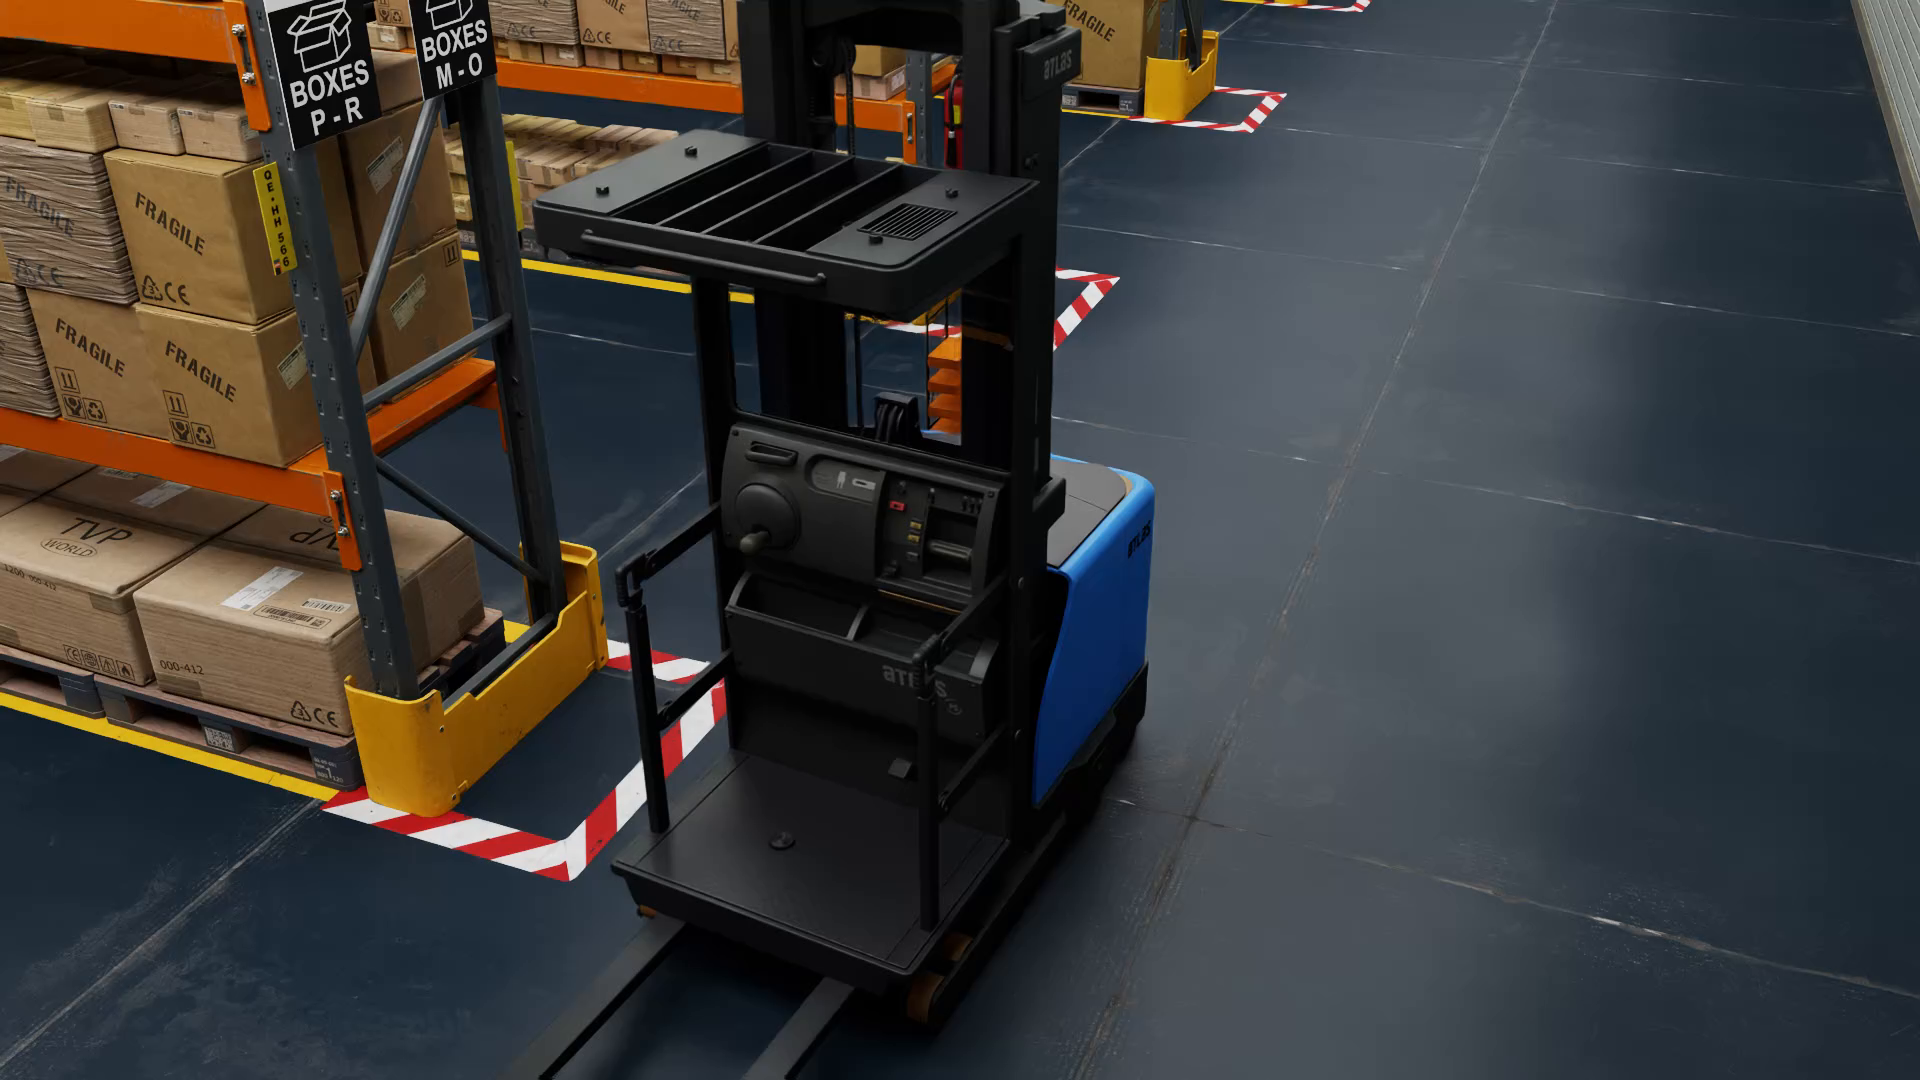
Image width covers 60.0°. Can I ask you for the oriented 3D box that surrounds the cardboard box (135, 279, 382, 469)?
[{"bbox_3d":[-2.378,-0.611,5.681,0.500,0.500,0.500,11,31,19],"label":"cardboard box"}]

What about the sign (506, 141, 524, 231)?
[{"bbox_3d":[-1.617,-1.262,5.975,0.005,0.325,0.100,11,31,19],"label":"sign"}]

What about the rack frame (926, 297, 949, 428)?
[{"bbox_3d":[-0.098,-0.542,7.489,0.006,1.200,0.240,11,31,19],"label":"rack frame"}]

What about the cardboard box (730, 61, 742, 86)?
[{"bbox_3d":[-1.172,-2.836,9.974,0.250,0.149,0.380,12,32,20],"label":"cardboard box"}]

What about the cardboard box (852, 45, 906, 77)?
[{"bbox_3d":[-0.577,-3.013,9.629,0.500,0.500,0.500,12,32,20],"label":"cardboard box"}]

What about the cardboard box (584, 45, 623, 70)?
[{"bbox_3d":[-2.127,-3.054,10.360,0.250,0.149,0.380,13,32,21],"label":"cardboard box"}]

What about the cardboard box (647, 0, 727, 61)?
[{"bbox_3d":[-1.526,-3.201,9.960,0.500,0.500,0.500,11,31,19],"label":"cardboard box"}]

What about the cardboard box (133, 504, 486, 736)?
[{"bbox_3d":[-2.481,0.257,6.424,0.875,0.438,0.875,10,31,17],"label":"cardboard box"}]

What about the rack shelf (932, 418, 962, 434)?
[{"bbox_3d":[-0.013,-0.486,7.481,0.180,0.103,0.258,11,31,19],"label":"rack shelf"}]

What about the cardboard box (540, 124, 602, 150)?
[{"bbox_3d":[-2.647,-2.713,11.367,0.250,0.149,0.380,12,32,21],"label":"cardboard box"}]

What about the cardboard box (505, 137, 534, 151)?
[{"bbox_3d":[-3.044,-2.555,11.088,0.250,0.149,0.380,11,31,18],"label":"cardboard box"}]

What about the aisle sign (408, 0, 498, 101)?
[{"bbox_3d":[-1.656,-1.850,5.332,0.004,0.787,0.394,11,31,19],"label":"aisle sign"}]

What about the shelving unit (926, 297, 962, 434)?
[{"bbox_3d":[-0.013,-0.525,7.459,0.189,1.200,0.258,11,31,19],"label":"shelving unit"}]

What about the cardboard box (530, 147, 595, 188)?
[{"bbox_3d":[-2.588,-2.433,10.871,0.250,0.149,0.380,12,32,20],"label":"cardboard box"}]

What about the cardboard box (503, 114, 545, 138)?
[{"bbox_3d":[-3.091,-2.839,11.590,0.250,0.149,0.380,12,32,20],"label":"cardboard box"}]

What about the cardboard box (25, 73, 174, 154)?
[{"bbox_3d":[-2.755,-1.381,5.367,0.250,0.149,0.380,11,31,19],"label":"cardboard box"}]

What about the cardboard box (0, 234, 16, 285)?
[{"bbox_3d":[-3.320,-1.235,5.768,0.500,0.500,0.500,11,31,19],"label":"cardboard box"}]

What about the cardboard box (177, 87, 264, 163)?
[{"bbox_3d":[-2.240,-1.335,5.287,0.250,0.149,0.380,12,32,20],"label":"cardboard box"}]

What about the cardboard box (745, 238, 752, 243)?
[{"bbox_3d":[-1.353,-1.948,10.618,0.250,0.149,0.380,12,31,20],"label":"cardboard box"}]

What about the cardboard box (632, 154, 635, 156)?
[{"bbox_3d":[-2.091,-2.356,10.737,0.250,0.149,0.380,11,31,19],"label":"cardboard box"}]

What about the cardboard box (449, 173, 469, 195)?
[{"bbox_3d":[-3.287,-2.467,11.235,0.250,0.149,0.380,12,31,19],"label":"cardboard box"}]

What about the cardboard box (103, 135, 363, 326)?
[{"bbox_3d":[-2.368,-1.058,5.456,0.500,0.500,0.500,12,32,21],"label":"cardboard box"}]

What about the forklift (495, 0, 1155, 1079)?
[{"bbox_3d":[-0.409,-0.036,4.834,1.130,2.935,3.031,14,32,24],"label":"forklift"}]

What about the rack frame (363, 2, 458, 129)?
[{"bbox_3d":[-3.771,-3.615,11.097,0.127,3.000,1.000,11,31,19],"label":"rack frame"}]

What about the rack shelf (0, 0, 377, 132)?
[{"bbox_3d":[-3.685,-1.962,5.855,4.000,0.370,1.077,11,31,19],"label":"rack shelf"}]

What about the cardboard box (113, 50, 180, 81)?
[{"bbox_3d":[-2.775,-1.709,5.948,0.250,0.149,0.380,10,31,17],"label":"cardboard box"}]

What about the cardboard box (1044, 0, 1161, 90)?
[{"bbox_3d":[1.271,-4.457,14.320,0.875,0.875,0.875,11,31,19],"label":"cardboard box"}]

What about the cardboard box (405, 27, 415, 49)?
[{"bbox_3d":[-3.364,-3.290,10.777,0.250,0.149,0.380,12,32,21],"label":"cardboard box"}]

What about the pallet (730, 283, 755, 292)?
[{"bbox_3d":[-0.874,-1.841,10.793,1.213,0.211,1.003,11,31,19],"label":"pallet"}]

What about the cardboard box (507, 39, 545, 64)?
[{"bbox_3d":[-2.638,-3.135,10.503,0.250,0.149,0.380,12,32,20],"label":"cardboard box"}]

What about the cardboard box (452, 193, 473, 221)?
[{"bbox_3d":[-3.308,-2.293,11.229,0.250,0.149,0.380,12,32,21],"label":"cardboard box"}]

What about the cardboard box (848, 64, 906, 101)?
[{"bbox_3d":[-0.473,-2.697,9.728,0.250,0.149,0.380,11,31,19],"label":"cardboard box"}]

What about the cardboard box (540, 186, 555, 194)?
[{"bbox_3d":[-2.553,-2.326,10.984,0.250,0.149,0.380,13,32,21],"label":"cardboard box"}]

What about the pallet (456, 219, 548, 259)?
[{"bbox_3d":[-3.135,-2.293,11.592,1.213,0.211,1.003,11,31,19],"label":"pallet"}]

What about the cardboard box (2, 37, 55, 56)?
[{"bbox_3d":[-3.253,-1.799,6.107,0.250,0.149,0.380,12,31,20],"label":"cardboard box"}]

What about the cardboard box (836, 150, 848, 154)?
[{"bbox_3d":[-0.908,-2.428,10.864,0.250,0.149,0.380,11,31,19],"label":"cardboard box"}]

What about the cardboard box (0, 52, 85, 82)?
[{"bbox_3d":[-3.188,-1.527,5.626,0.250,0.149,0.380,11,31,19],"label":"cardboard box"}]

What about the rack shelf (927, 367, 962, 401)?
[{"bbox_3d":[-0.013,-0.695,7.363,0.180,0.103,0.258,11,31,19],"label":"rack shelf"}]

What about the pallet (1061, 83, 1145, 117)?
[{"bbox_3d":[1.124,-4.016,14.640,1.213,0.211,1.003,11,31,19],"label":"pallet"}]

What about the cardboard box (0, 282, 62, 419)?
[{"bbox_3d":[-3.318,-0.801,6.018,0.500,0.500,0.500,12,32,21],"label":"cardboard box"}]

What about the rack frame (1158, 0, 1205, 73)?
[{"bbox_3d":[1.894,-5.118,13.756,0.127,3.000,1.000,11,31,19],"label":"rack frame"}]

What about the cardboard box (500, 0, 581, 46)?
[{"bbox_3d":[-2.492,-3.383,10.283,0.500,0.500,0.500,11,31,18],"label":"cardboard box"}]

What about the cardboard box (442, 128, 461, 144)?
[{"bbox_3d":[-3.529,-2.657,11.269,0.250,0.149,0.380,13,32,21],"label":"cardboard box"}]

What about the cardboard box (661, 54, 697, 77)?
[{"bbox_3d":[-1.633,-2.975,10.221,0.250,0.149,0.380,10,31,17],"label":"cardboard box"}]

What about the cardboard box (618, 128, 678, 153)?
[{"bbox_3d":[-2.107,-2.660,11.274,0.250,0.149,0.380,10,31,17],"label":"cardboard box"}]

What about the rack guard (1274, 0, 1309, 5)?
[{"bbox_3d":[3.784,-6.289,18.369,0.348,0.500,1.175,11,31,19],"label":"rack guard"}]

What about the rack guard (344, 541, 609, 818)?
[{"bbox_3d":[-1.809,0.494,6.369,0.348,0.500,1.175,11,31,19],"label":"rack guard"}]

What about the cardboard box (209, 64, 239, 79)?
[{"bbox_3d":[-2.326,-1.568,5.699,0.250,0.149,0.380,12,32,20],"label":"cardboard box"}]

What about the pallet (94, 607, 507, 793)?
[{"bbox_3d":[-2.602,0.503,6.646,1.213,0.211,1.003,11,31,19],"label":"pallet"}]

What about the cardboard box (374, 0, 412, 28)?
[{"bbox_3d":[-3.407,-3.581,10.634,0.500,0.500,0.500,11,31,18],"label":"cardboard box"}]

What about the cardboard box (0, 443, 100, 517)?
[{"bbox_3d":[-4.167,-0.076,7.013,0.875,0.438,0.875,10,31,18],"label":"cardboard box"}]
